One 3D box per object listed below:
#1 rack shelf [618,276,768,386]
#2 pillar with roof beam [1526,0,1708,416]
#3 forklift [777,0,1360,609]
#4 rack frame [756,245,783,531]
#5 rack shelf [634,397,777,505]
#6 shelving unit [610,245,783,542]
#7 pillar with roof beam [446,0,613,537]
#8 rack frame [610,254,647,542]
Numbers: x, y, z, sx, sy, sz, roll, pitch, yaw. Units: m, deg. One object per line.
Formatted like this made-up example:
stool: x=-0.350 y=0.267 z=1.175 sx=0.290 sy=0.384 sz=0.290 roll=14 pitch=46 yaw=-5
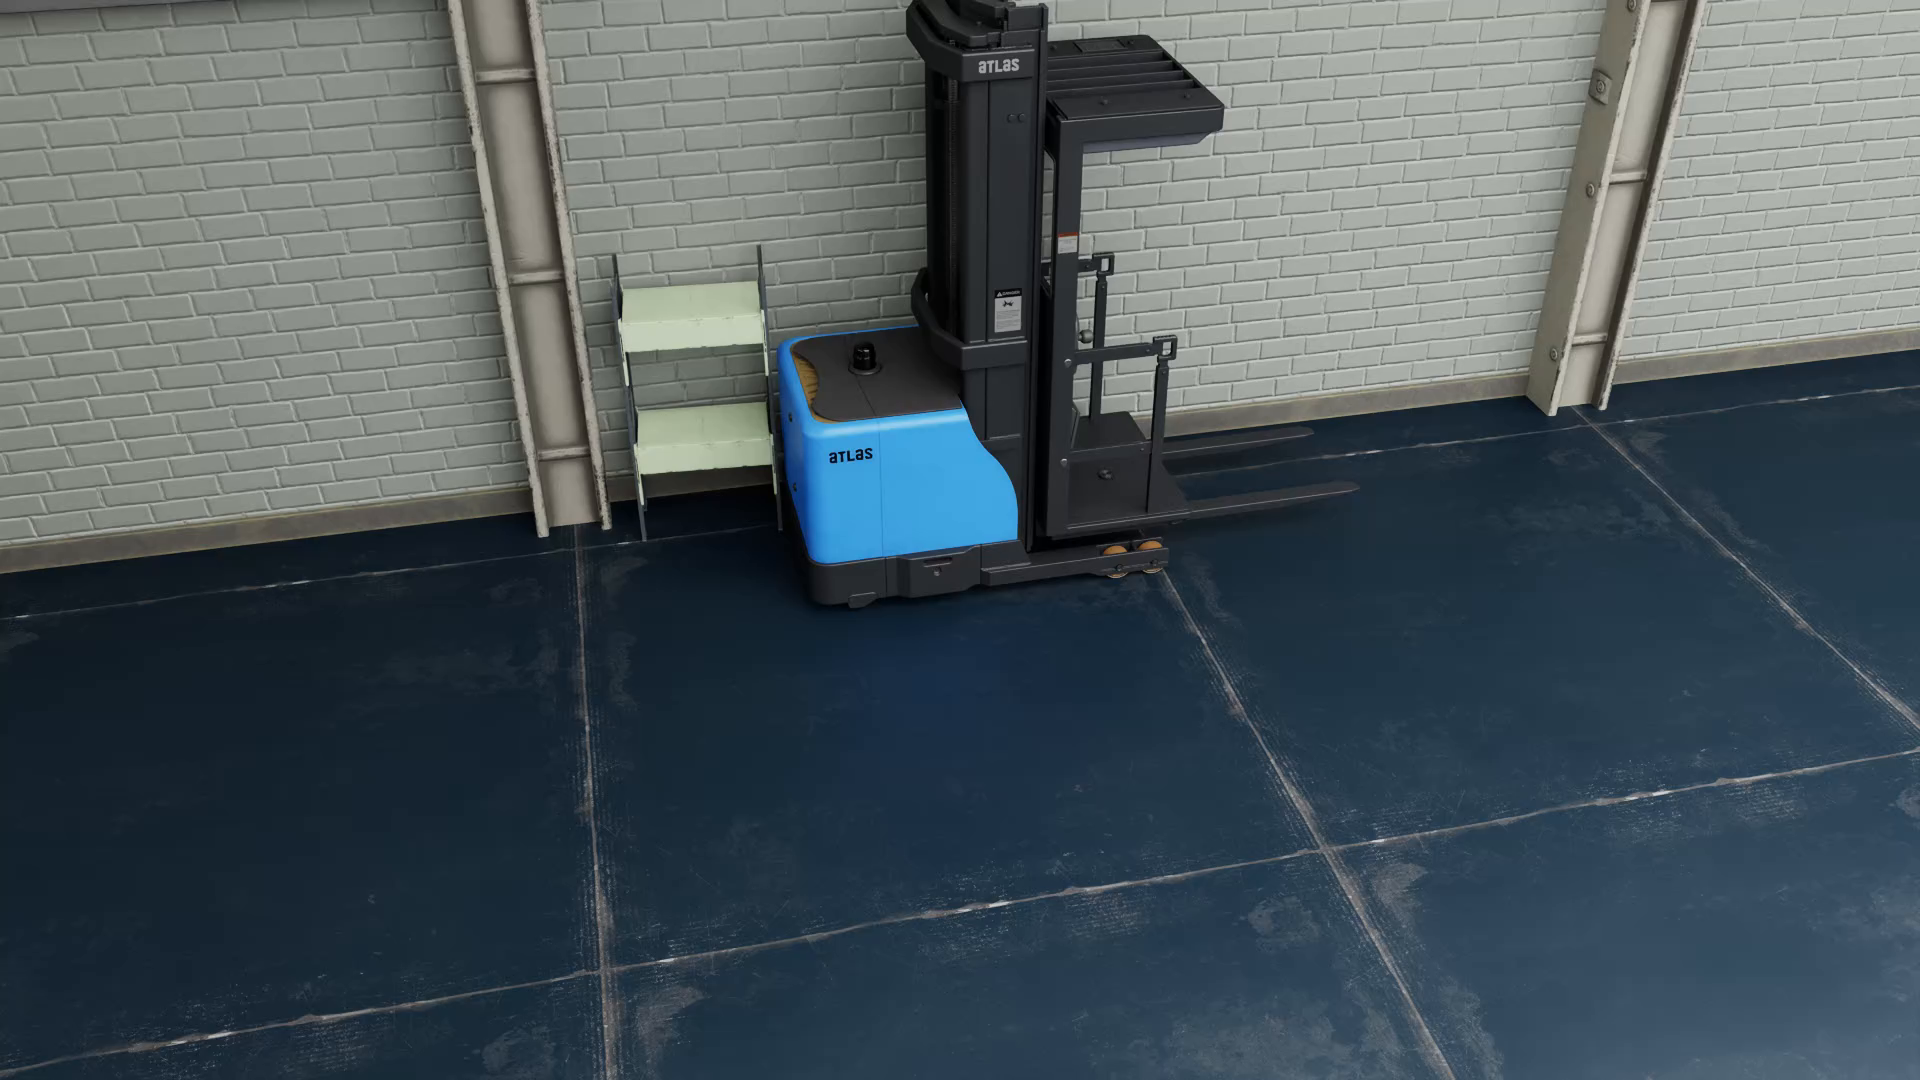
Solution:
rack shelf: x=-1.366 y=-1.077 z=8.531 sx=0.720 sy=0.370 sz=0.431 roll=-5 pitch=34 yaw=-7
pillar with roof beam: x=4.679 y=-2.257 z=4.261 sx=0.400 sy=9.000 sz=9.100 roll=-7 pitch=35 yaw=-11
forklift: x=0.613 y=-1.298 z=8.277 sx=3.031 sy=2.935 sz=1.130 roll=-8 pitch=35 yaw=-11
rack frame: x=-1.004 y=-0.783 z=8.794 sx=0.023 sy=1.500 sz=0.400 roll=-5 pitch=34 yaw=-7
rack shelf: x=-1.366 y=-0.482 z=8.930 sx=0.720 sy=0.370 sz=0.431 roll=-5 pitch=34 yaw=-7
shelving unit: x=-1.366 y=-0.752 z=8.748 sx=0.755 sy=1.500 sz=0.431 roll=-5 pitch=34 yaw=-7
pillar with roof beam: x=-1.174 y=-1.519 z=3.162 sx=0.400 sy=9.000 sz=9.100 roll=-7 pitch=35 yaw=-11
rack frame: x=-1.728 y=-0.722 z=8.703 sx=0.023 sy=1.500 sz=0.400 roll=-5 pitch=34 yaw=-7
